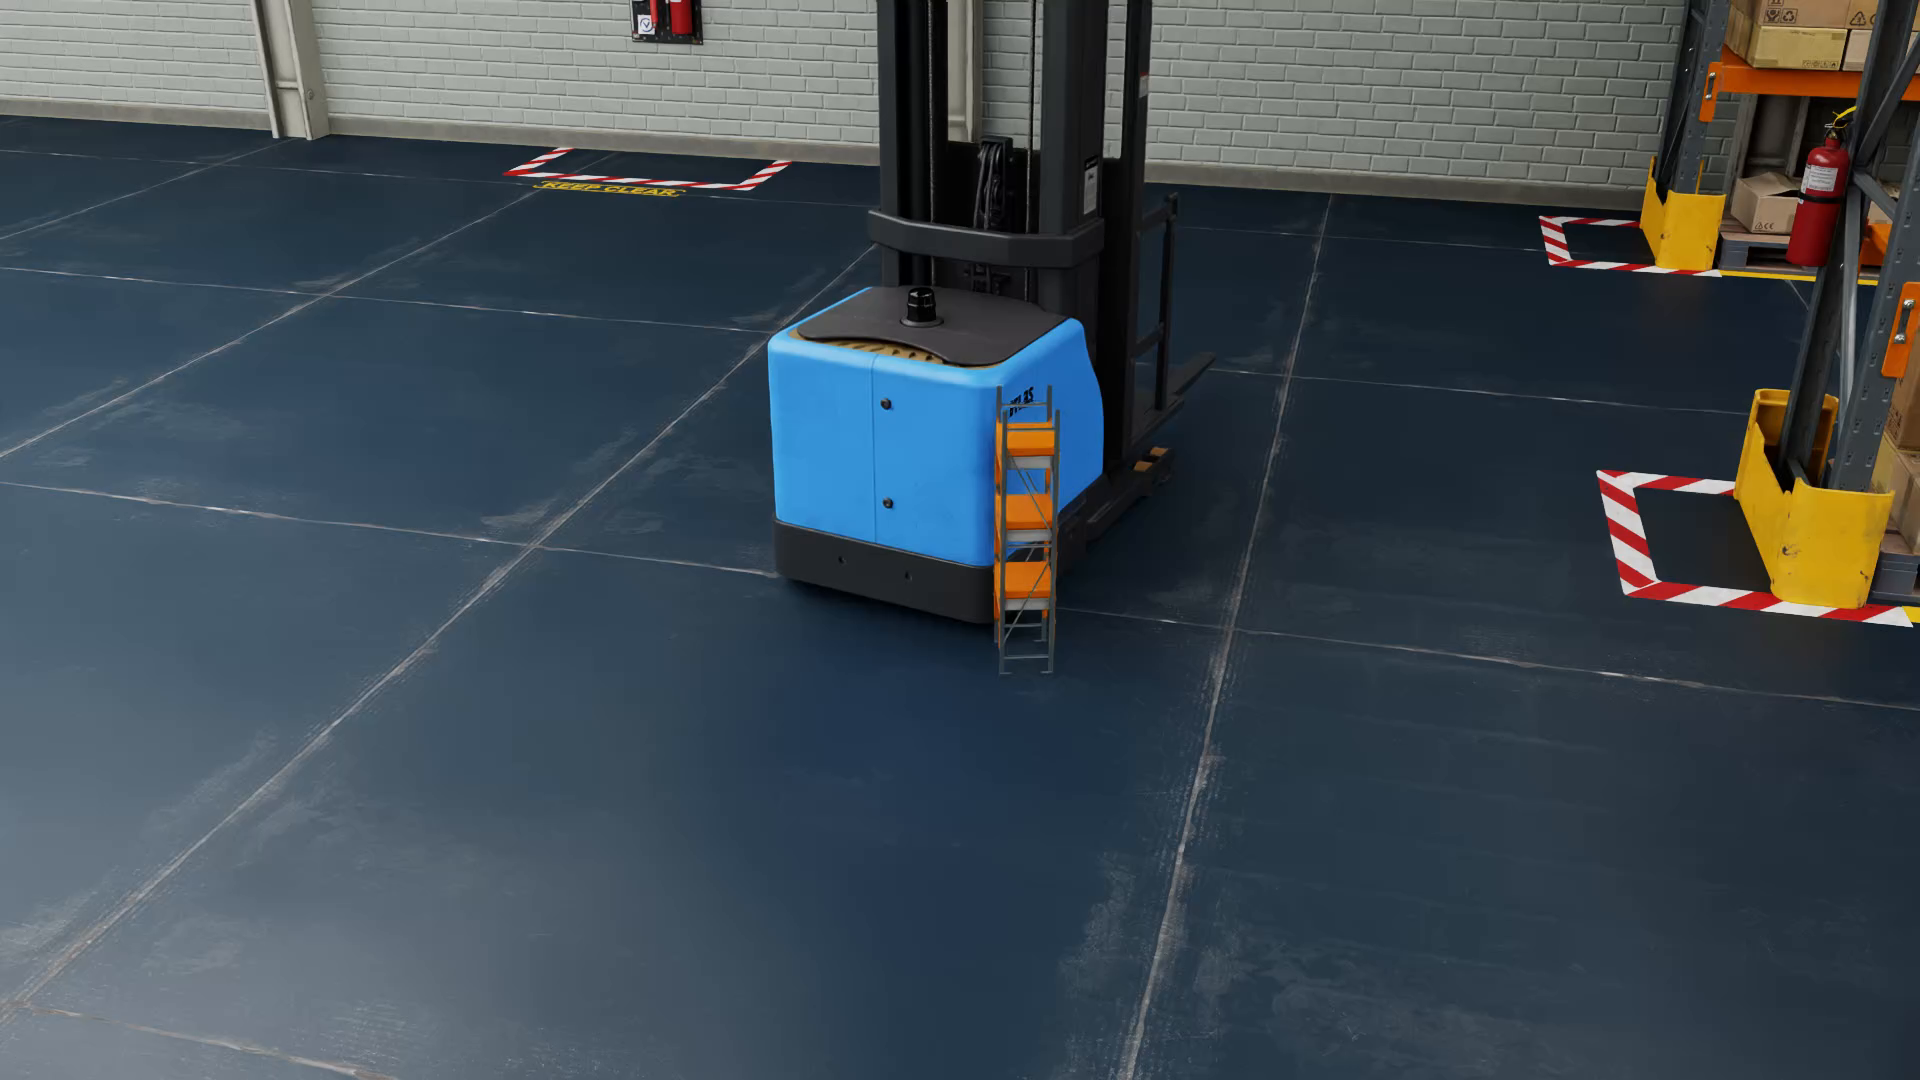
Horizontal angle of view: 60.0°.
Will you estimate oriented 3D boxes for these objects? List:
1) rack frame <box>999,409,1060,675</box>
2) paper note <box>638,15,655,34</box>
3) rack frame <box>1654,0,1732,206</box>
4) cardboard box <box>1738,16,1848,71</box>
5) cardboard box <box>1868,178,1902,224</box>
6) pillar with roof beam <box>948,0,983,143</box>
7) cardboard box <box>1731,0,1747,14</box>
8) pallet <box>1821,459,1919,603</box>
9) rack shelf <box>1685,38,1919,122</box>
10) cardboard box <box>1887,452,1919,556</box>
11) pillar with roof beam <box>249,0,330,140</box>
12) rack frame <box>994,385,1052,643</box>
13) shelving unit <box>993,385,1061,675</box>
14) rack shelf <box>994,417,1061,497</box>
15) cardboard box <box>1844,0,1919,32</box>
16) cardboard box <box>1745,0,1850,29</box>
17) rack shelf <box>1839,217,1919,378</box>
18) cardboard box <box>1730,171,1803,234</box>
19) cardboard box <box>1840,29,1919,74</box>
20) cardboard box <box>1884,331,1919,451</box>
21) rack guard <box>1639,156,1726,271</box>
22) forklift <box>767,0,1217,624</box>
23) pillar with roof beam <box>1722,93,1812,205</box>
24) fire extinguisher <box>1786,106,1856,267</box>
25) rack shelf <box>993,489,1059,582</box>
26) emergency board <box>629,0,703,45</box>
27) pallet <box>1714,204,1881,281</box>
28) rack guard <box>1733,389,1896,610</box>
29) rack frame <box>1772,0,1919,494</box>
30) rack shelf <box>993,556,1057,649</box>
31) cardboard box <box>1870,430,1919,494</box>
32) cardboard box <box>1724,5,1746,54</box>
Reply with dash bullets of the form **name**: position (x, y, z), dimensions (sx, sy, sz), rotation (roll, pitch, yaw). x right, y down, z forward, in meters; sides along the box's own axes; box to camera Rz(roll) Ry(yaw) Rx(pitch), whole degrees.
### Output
- **rack frame**: position (0.247, 0.024, 5.977), dimensions (0.200, 1.050, 0.008), rotation (-2, 26, -3)
- **paper note**: position (-2.588, -4.249, 13.710), dimensions (0.142, 0.148, 0.016), rotation (6, 26, 13)
- **rack frame**: position (4.868, -3.391, 10.884), dimensions (0.127, 3.000, 1.000), rotation (6, 26, 13)
- **cardboard box**: position (5.261, -3.148, 10.524), dimensions (0.500, 0.250, 0.500), rotation (6, 26, 11)
- **cardboard box**: position (6.068, -2.203, 11.005), dimensions (0.500, 0.311, 0.500), rotation (9, 27, 17)
- **pillar with roof beam**: position (-1.122, -5.235, 7.778), dimensions (0.400, 9.000, 9.100), rotation (6, 26, 13)
- **cardboard box**: position (5.377, -3.709, 10.830), dimensions (0.500, 0.500, 0.500), rotation (6, 26, 12)
- **pallet**: position (4.389, -0.005, 7.015), dimensions (1.213, 0.211, 1.003), rotation (6, 26, 13)
- **rack shelf**: position (6.805, -2.852, 10.588), dimensions (4.000, 0.370, 1.077), rotation (6, 26, 13)
- **cardboard box**: position (4.102, -0.127, 6.737), dimensions (0.500, 0.250, 0.500), rotation (6, 26, 13)
- **pillar with roof beam**: position (-6.933, -5.878, 9.127), dimensions (0.400, 9.000, 9.100), rotation (6, 26, 13)
- **rack frame**: position (0.232, -0.080, 6.197), dimensions (0.200, 1.050, 0.008), rotation (-2, 26, -3)
- **shelving unit**: position (0.239, -0.028, 6.087), dimensions (0.215, 1.050, 0.252), rotation (-2, 26, -3)
- **rack shelf**: position (0.239, -0.275, 5.970), dimensions (0.215, 0.259, 0.240), rotation (-2, 26, -3)
- **cardboard box**: position (5.732, -3.438, 10.260), dimensions (0.500, 0.500, 0.500), rotation (6, 26, 13)
- **cardboard box**: position (5.255, -3.495, 10.380), dimensions (0.500, 0.500, 0.500), rotation (6, 26, 13)
- **rack shelf**: position (5.575, -0.790, 6.256), dimensions (4.000, 0.370, 1.077), rotation (6, 26, 13)
- **cardboard box**: position (5.516, -2.264, 11.133), dimensions (0.500, 0.311, 0.500), rotation (3, 26, 7)
- **cardboard box**: position (5.768, -3.098, 10.420), dimensions (0.500, 0.250, 0.500), rotation (5, 26, 11)
- **cardboard box**: position (4.231, -0.682, 7.030), dimensions (0.500, 0.500, 0.500), rotation (6, 26, 13)
- **rack guard**: position (4.942, -2.254, 11.404), dimensions (0.348, 0.500, 1.175), rotation (6, 26, 13)
- **forklift**: position (0.365, -1.601, 7.203), dimensions (1.130, 2.935, 3.031), rotation (13, 28, 25)
- **pillar with roof beam**: position (4.689, -4.593, 6.429), dimensions (0.400, 9.000, 9.100), rotation (6, 26, 13)
- **fire extinguisher**: position (3.639, -1.500, 7.000), dimensions (0.183, 0.674, 0.296), rotation (6, 26, 13)
- **rack shelf**: position (0.239, -0.018, 6.092), dimensions (0.215, 0.259, 0.240), rotation (-2, 26, -3)
- **emergency board**: position (-2.433, -4.599, 13.421), dimensions (0.643, 1.169, 0.194), rotation (6, 26, 13)
- **pallet**: position (5.720, -2.022, 11.252), dimensions (1.213, 0.211, 1.003), rotation (6, 26, 13)
- **rack guard**: position (3.615, -0.202, 7.094), dimensions (0.348, 0.500, 1.175), rotation (6, 26, 13)
- **rack frame**: position (3.638, -1.329, 6.551), dimensions (0.127, 3.000, 1.000), rotation (6, 26, 13)
- **rack shelf**: position (0.239, 0.233, 6.211), dimensions (0.215, 0.259, 0.240), rotation (-2, 26, -3)
- **cardboard box**: position (4.231, -0.342, 7.190), dimensions (0.500, 0.250, 0.500), rotation (6, 26, 13)
- **cardboard box**: position (5.369, -3.363, 10.976), dimensions (0.500, 0.250, 0.500), rotation (7, 26, 14)
